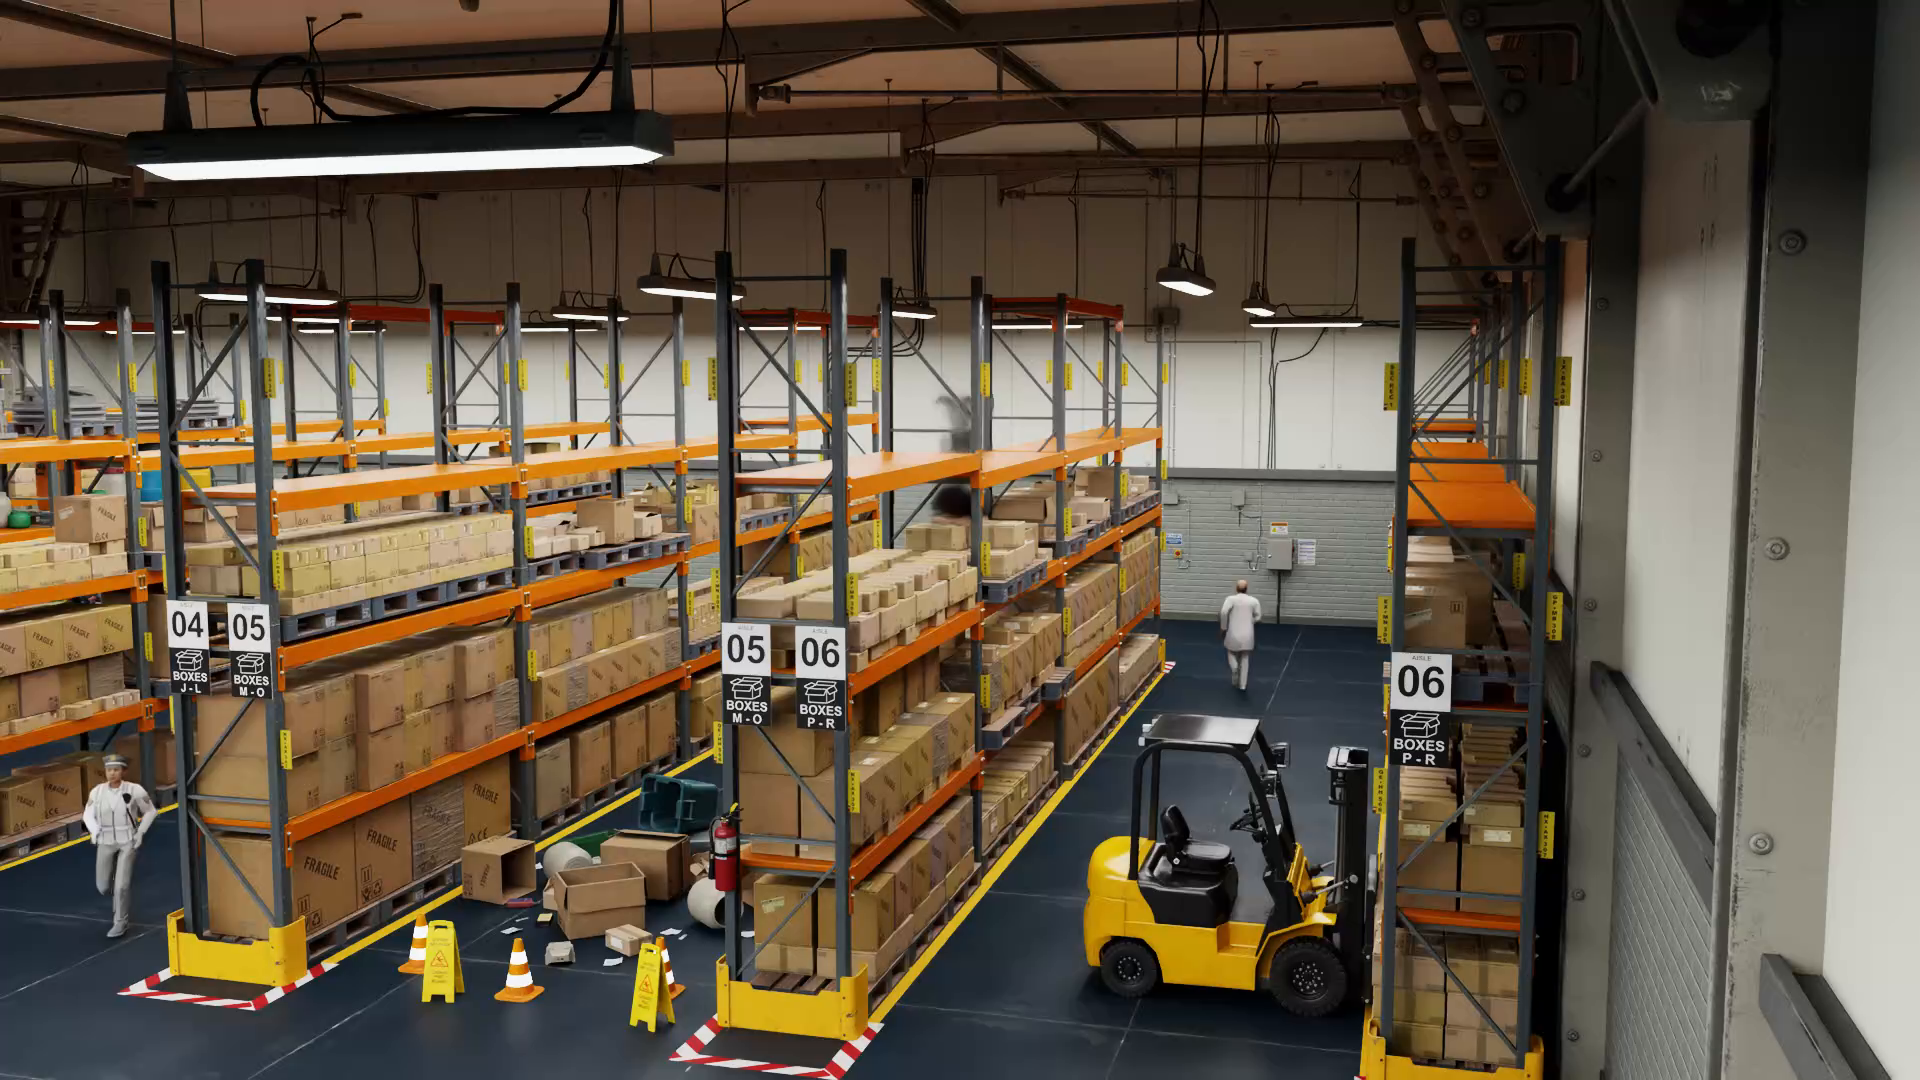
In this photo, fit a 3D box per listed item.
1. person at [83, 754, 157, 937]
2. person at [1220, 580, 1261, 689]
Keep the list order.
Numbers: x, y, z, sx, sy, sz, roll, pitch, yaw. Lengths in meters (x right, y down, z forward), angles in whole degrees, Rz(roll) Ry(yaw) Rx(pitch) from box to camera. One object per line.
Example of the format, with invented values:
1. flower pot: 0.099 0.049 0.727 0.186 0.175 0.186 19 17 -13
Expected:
1. person: -7.657 2.745 15.166 0.609 1.649 0.611 -1 6 -13
2. person: 4.463 1.493 26.571 0.690 1.733 0.698 0 6 -1
